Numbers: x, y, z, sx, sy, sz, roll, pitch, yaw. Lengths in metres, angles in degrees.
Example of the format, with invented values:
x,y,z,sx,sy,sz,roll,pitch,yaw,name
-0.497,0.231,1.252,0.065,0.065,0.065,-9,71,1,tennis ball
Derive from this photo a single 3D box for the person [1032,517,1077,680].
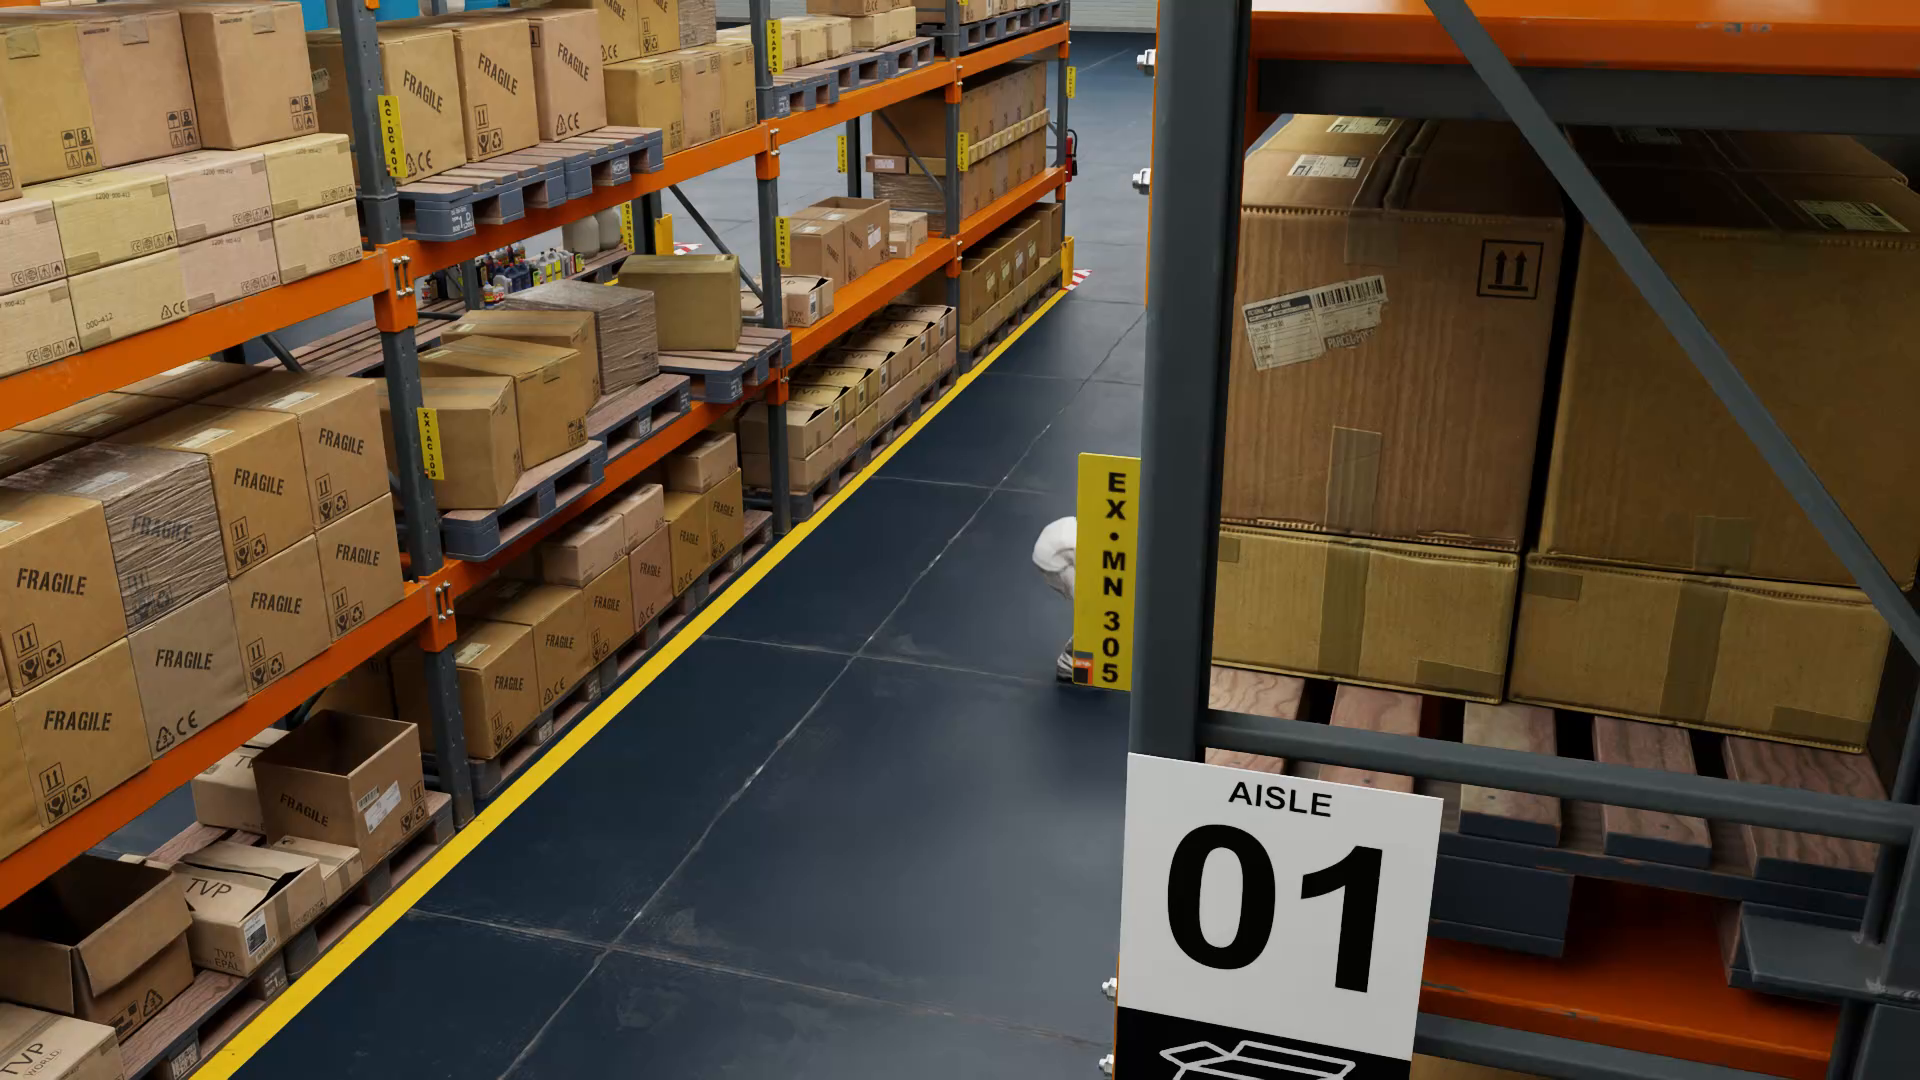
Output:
x,y,z,sx,sy,sz,roll,pitch,yaw,name
0.884,0.344,9.384,0.953,0.923,0.534,5,22,13,person
